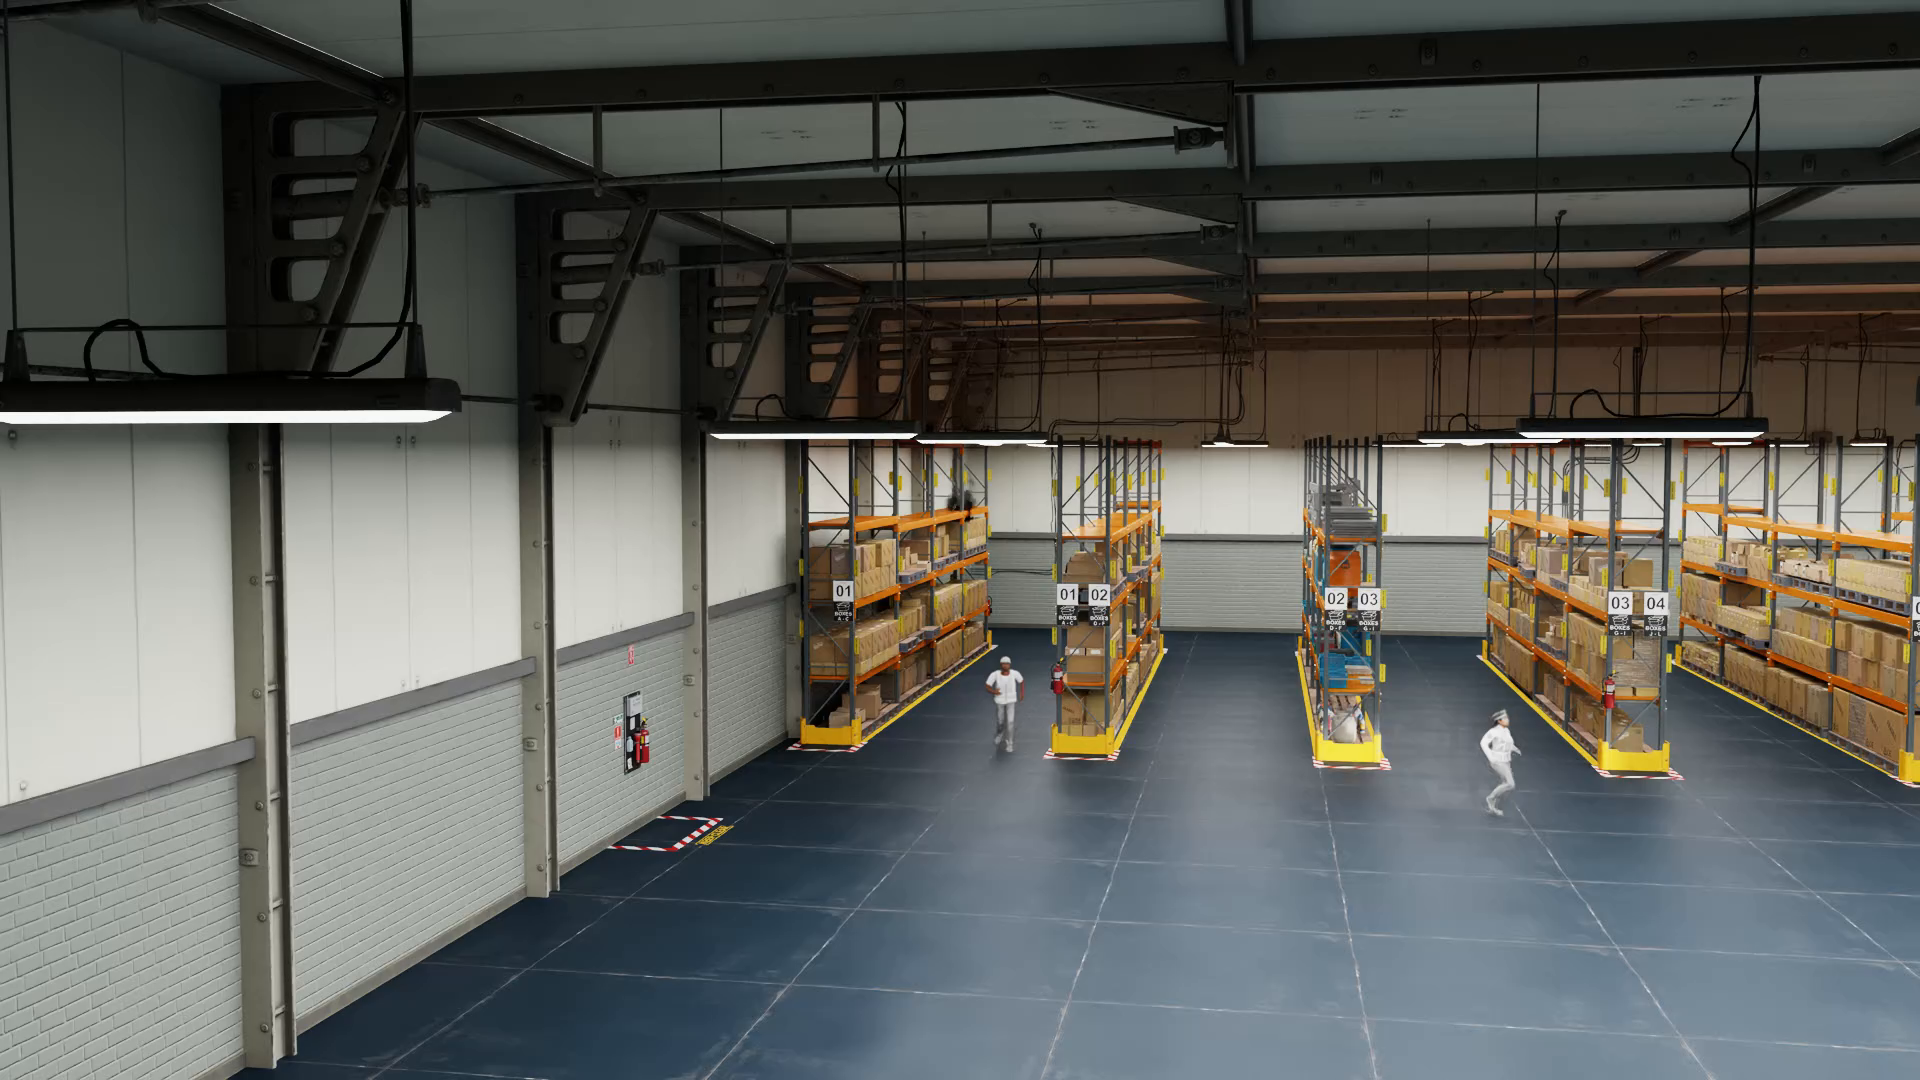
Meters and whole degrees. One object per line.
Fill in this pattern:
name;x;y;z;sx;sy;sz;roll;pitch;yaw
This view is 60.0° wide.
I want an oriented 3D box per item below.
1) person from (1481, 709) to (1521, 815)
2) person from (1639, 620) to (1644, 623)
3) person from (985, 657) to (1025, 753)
person;8.466;3.469;25.958;0.532;1.666;0.667;3;4;43
person;16.569;2.696;40.260;0.641;1.721;0.651;0;3;8
person;0.862;3.126;31.824;0.771;1.813;0.857;0;3;-3
